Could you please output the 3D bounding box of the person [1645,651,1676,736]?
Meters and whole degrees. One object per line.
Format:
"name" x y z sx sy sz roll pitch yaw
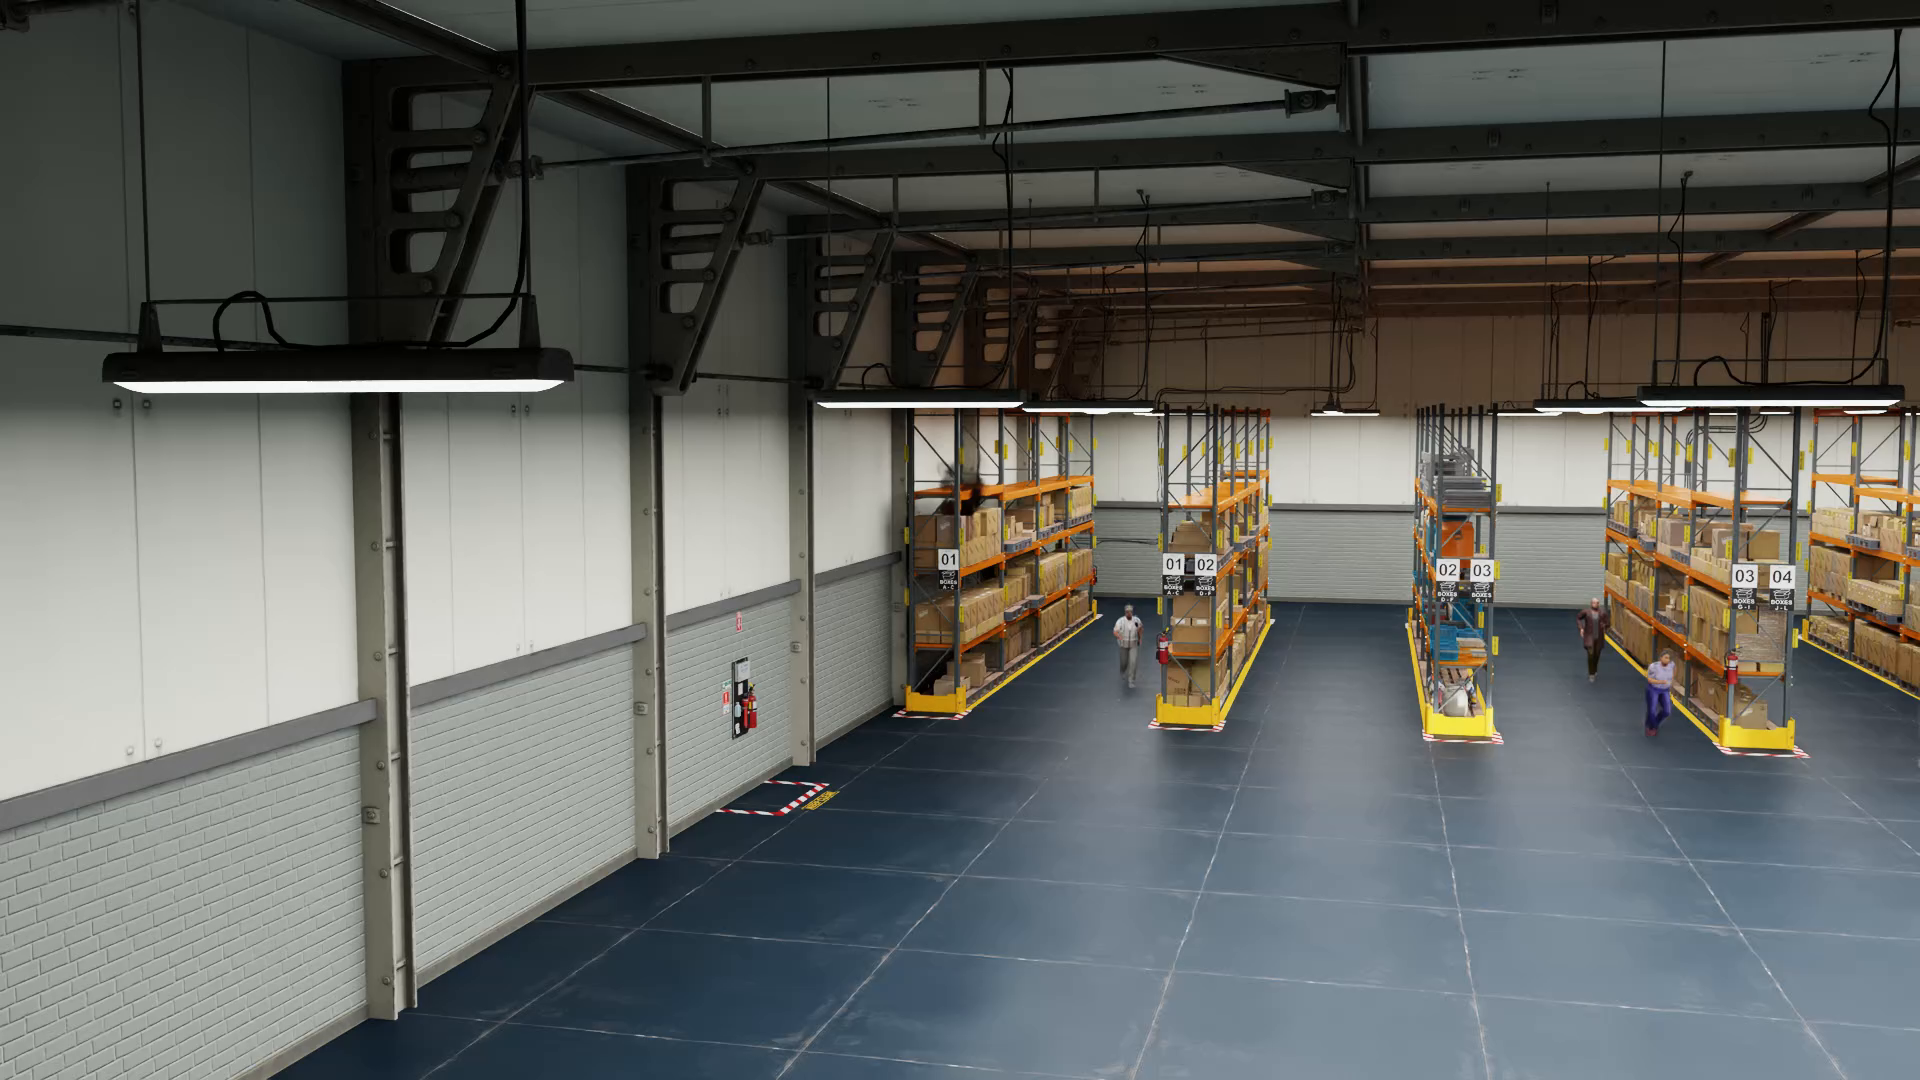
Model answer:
"person" 12.614 2.758 29.904 0.595 1.577 0.828 0 4 1

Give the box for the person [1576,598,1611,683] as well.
"person" 13.891 2.219 36.447 0.694 1.733 0.877 1 4 10

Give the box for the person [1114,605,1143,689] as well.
"person" 3.608 2.249 35.617 0.647 1.768 0.943 0 4 0
